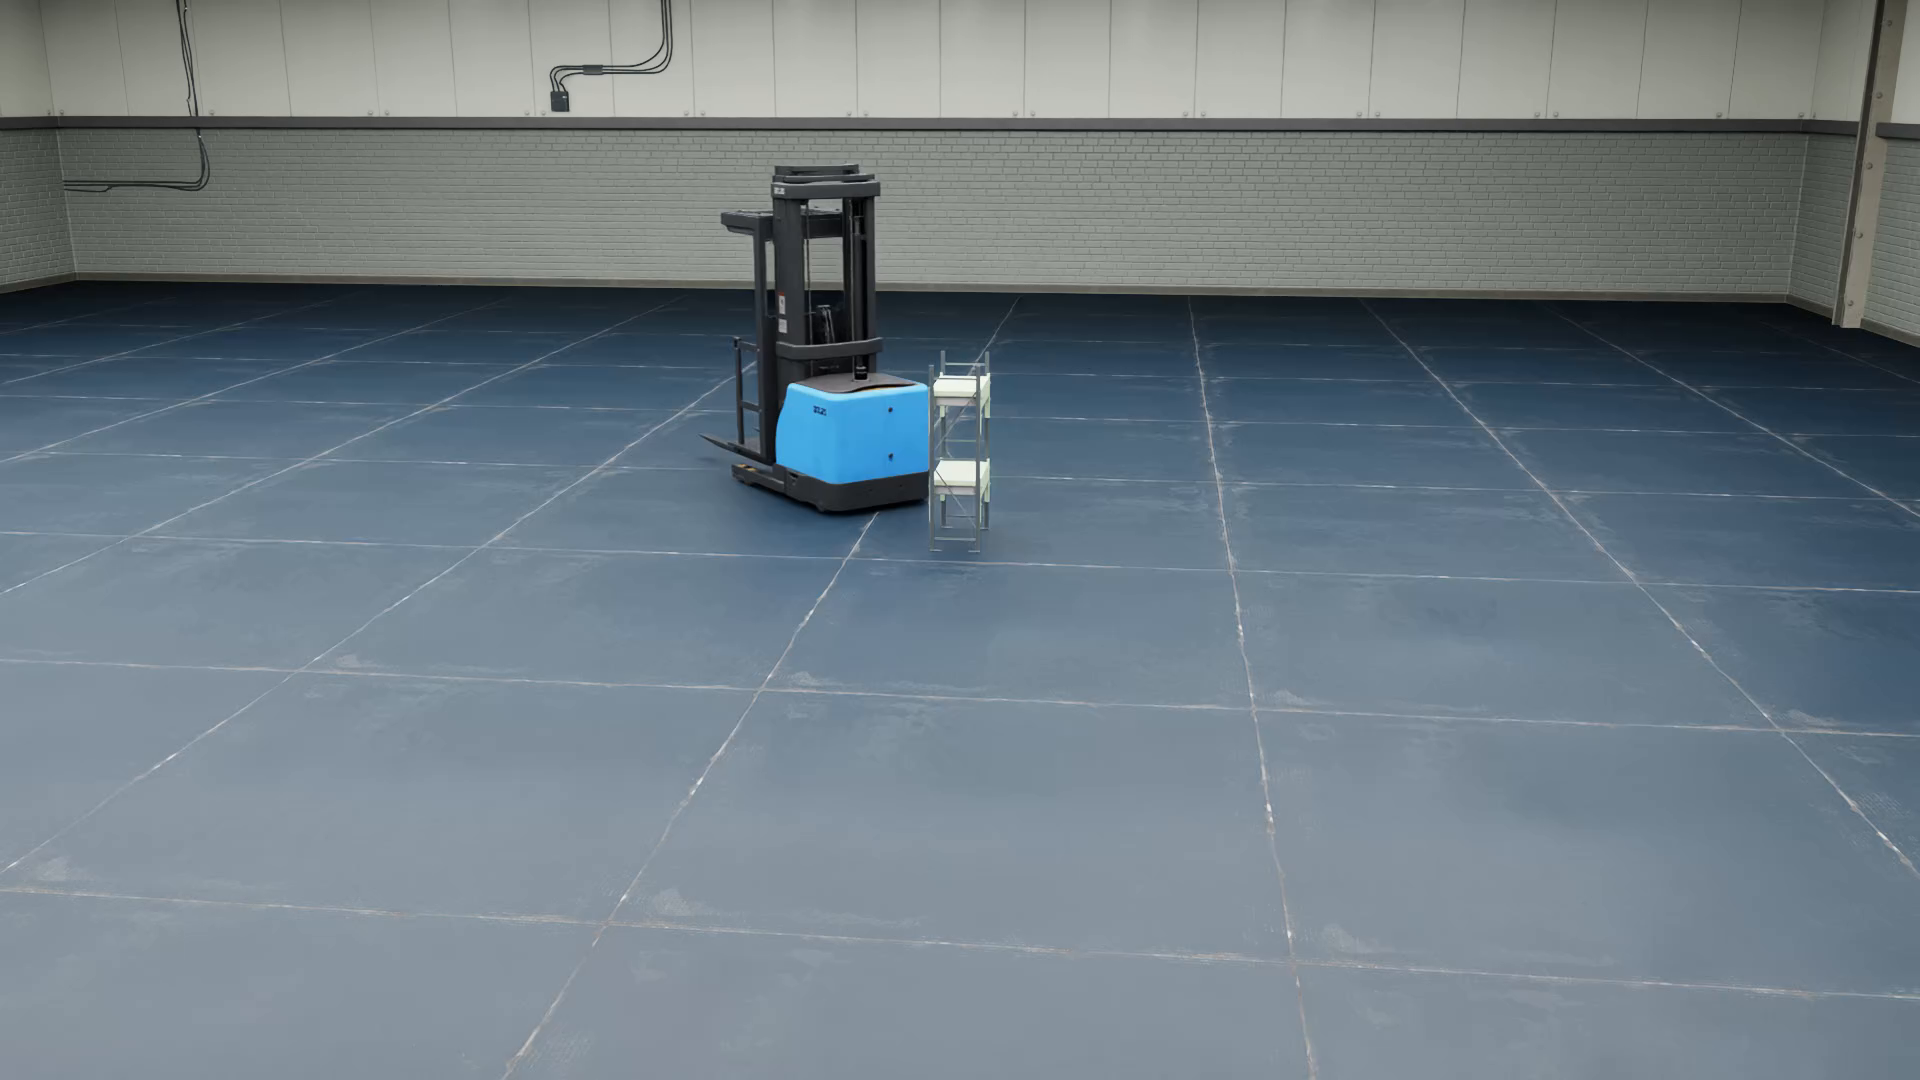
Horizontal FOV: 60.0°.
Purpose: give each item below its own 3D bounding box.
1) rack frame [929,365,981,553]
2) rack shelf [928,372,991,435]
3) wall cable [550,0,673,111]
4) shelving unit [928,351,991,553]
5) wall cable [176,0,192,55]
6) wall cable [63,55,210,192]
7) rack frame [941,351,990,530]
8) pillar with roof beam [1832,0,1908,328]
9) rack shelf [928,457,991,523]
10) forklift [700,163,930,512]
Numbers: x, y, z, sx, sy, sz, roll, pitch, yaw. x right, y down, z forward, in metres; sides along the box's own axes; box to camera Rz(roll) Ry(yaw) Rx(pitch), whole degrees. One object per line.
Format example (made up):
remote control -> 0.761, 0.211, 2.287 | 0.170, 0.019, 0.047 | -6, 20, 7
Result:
rack frame -> -0.041, -0.631, 13.122 | 0.400, 1.500, 0.023 | 2, 15, 6
rack shelf -> 0.001, -1.102, 13.371 | 0.431, 0.370, 0.720 | 2, 15, 6
wall cable -> -6.318, -10.711, 29.518 | 2.305, 6.003, 0.169 | 2, 15, 6
shelving unit -> 0.001, -0.726, 13.473 | 0.431, 1.500, 0.755 | 2, 15, 6
wall cable -> -13.061, -10.212, 30.463 | 3.097, 2.526, 0.112 | 2, 15, 6
wall cable -> -15.749, -7.854, 31.416 | 3.097, 2.526, 0.112 | 2, 15, 6
rack frame -> 0.042, -0.821, 13.824 | 0.400, 1.500, 0.023 | 2, 15, 6
pillar with roof beam -> 9.626, -7.827, 25.367 | 9.100, 9.000, 0.400 | 2, 15, 6
rack shelf -> 0.001, -0.411, 13.558 | 0.431, 0.370, 0.720 | 2, 15, 6
forklift -> -1.496, -1.985, 15.388 | 1.130, 2.935, 3.031 | -10, 18, -33
